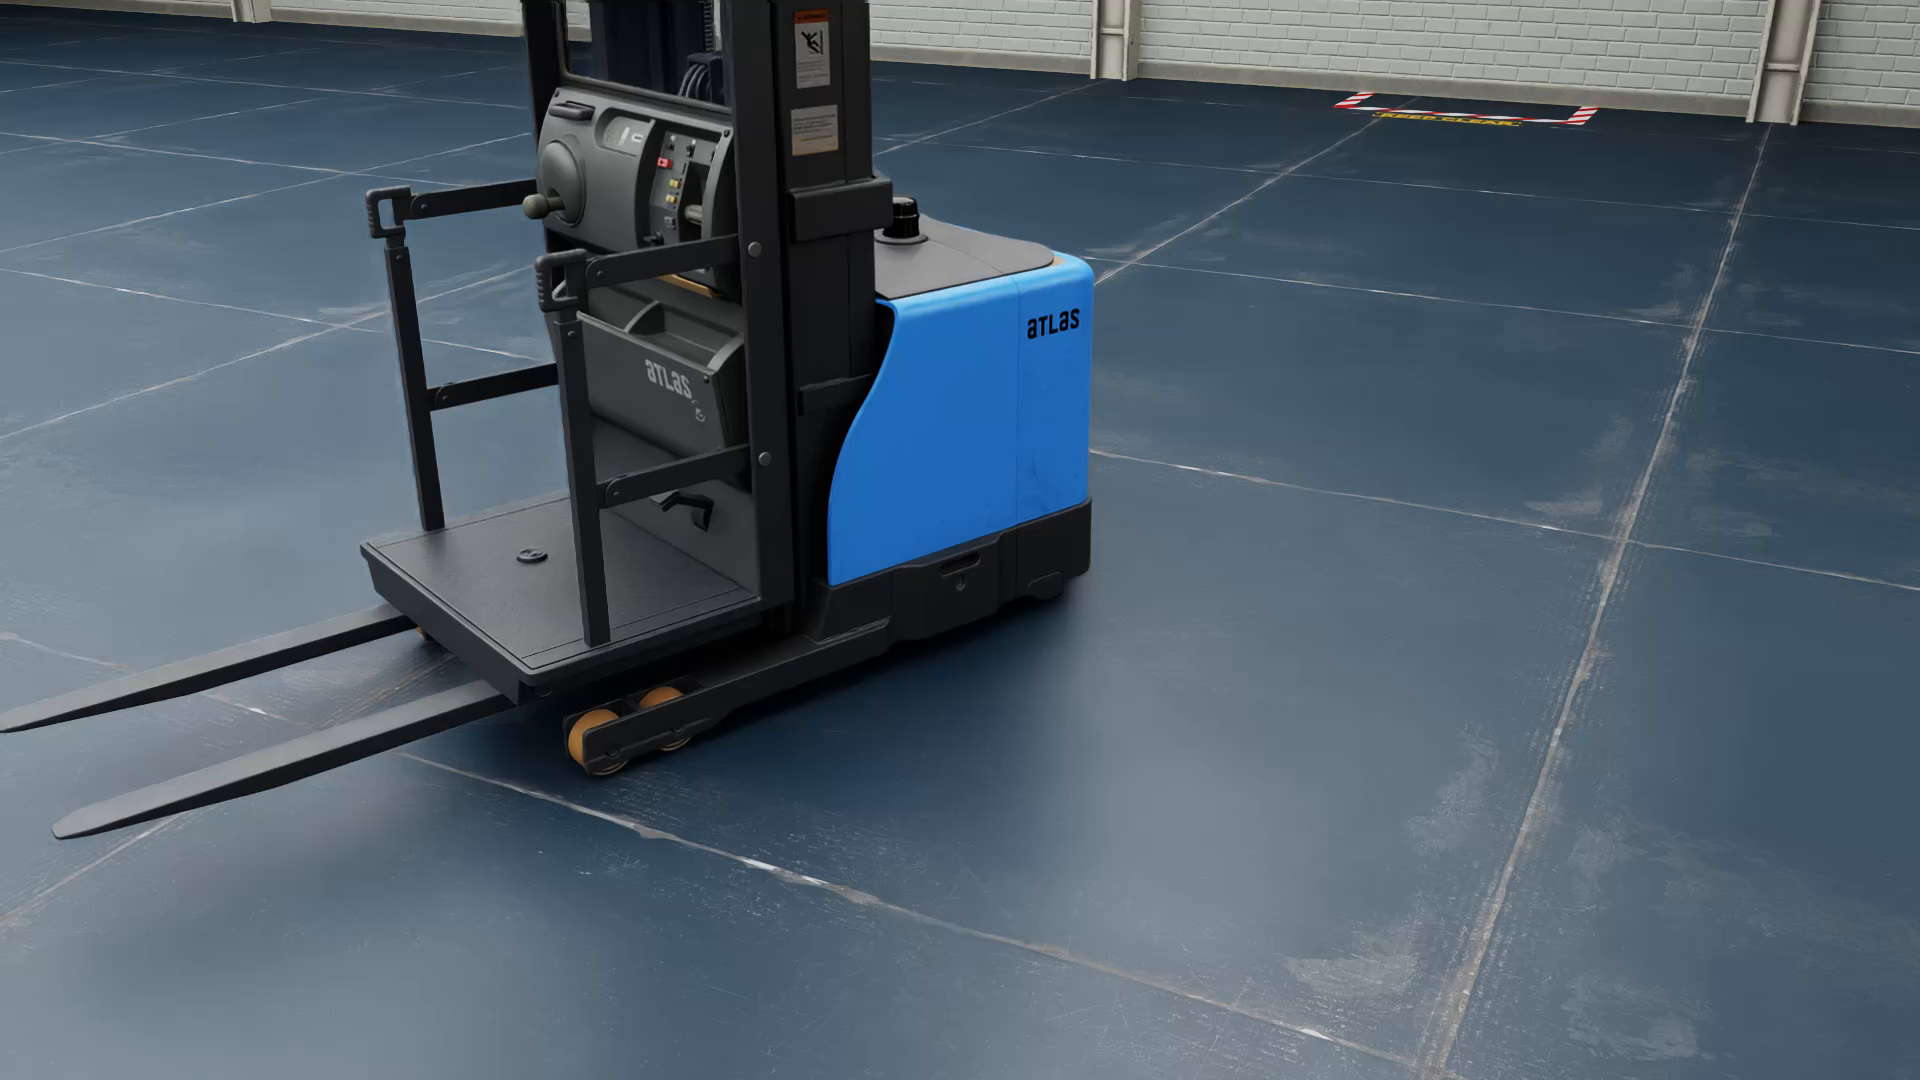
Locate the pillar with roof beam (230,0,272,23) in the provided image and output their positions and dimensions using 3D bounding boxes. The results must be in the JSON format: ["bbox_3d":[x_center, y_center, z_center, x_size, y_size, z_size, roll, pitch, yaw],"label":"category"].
[{"bbox_3d":[-11.112,-9.372,16.288,0.400,9.000,9.100,11,25,25],"label":"pillar with roof beam"}]

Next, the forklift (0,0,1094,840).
[{"bbox_3d":[-1.034,-0.971,4.288,3.031,2.935,1.130,-18,29,-36],"label":"forklift"}]

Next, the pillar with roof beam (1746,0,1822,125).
[{"bbox_3d":[4.952,-6.193,8.814,0.400,9.000,9.100,11,25,25],"label":"pillar with roof beam"}]

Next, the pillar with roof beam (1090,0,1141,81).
[{"bbox_3d":[-0.403,-7.253,11.306,0.400,9.000,9.100,11,25,25],"label":"pillar with roof beam"}]
